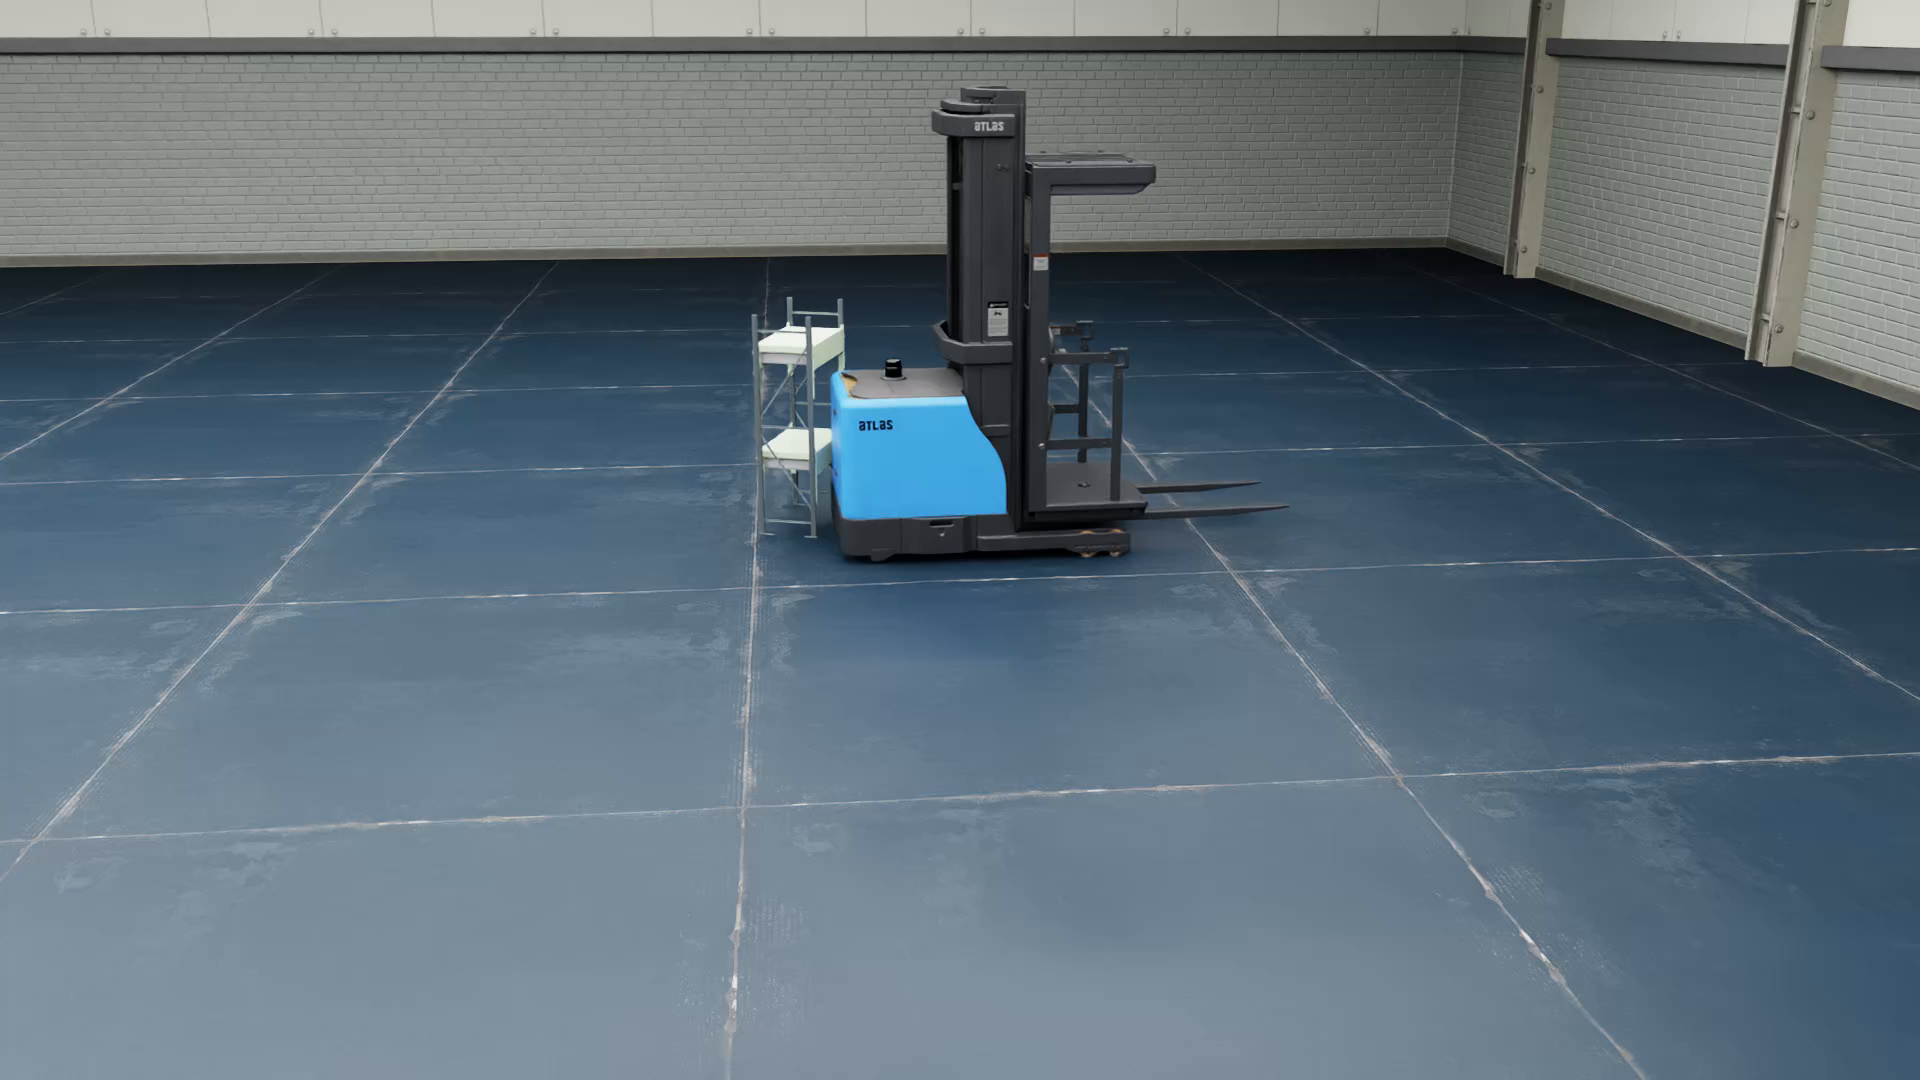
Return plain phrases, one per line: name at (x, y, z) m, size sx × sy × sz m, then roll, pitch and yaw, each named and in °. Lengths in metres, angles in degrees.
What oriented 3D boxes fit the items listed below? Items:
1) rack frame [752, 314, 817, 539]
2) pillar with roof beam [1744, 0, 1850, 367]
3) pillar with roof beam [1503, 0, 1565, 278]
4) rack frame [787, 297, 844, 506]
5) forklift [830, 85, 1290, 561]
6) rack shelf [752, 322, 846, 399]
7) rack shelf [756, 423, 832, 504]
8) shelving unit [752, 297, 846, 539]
rack frame at (-1.162, -0.741, 11.035) m, size 0.400 × 1.500 × 0.023 m, roll 4°, pitch 18°, yaw 12°
pillar with roof beam at (3.957, -5.968, 15.163) m, size 9.100 × 9.000 × 0.400 m, roll -2°, pitch 18°, yaw -6°
pillar with roof beam at (3.338, -7.756, 20.857) m, size 9.100 × 9.000 × 0.400 m, roll -2°, pitch 18°, yaw -6°
rack frame at (-1.003, -0.955, 11.716) m, size 0.400 × 1.500 × 0.023 m, roll 4°, pitch 18°, yaw 12°
forklift at (0.670, -1.445, 10.887) m, size 3.031 × 2.935 × 1.130 m, roll -3°, pitch 18°, yaw -8°
rack shelf at (-1.083, -1.221, 11.259) m, size 0.431 × 0.370 × 0.720 m, roll 4°, pitch 18°, yaw 12°
rack shelf at (-1.083, -0.537, 11.473) m, size 0.431 × 0.370 × 0.720 m, roll 4°, pitch 18°, yaw 12°
shelving unit at (-1.083, -0.848, 11.376) m, size 0.431 × 1.500 × 0.755 m, roll 4°, pitch 18°, yaw 12°
